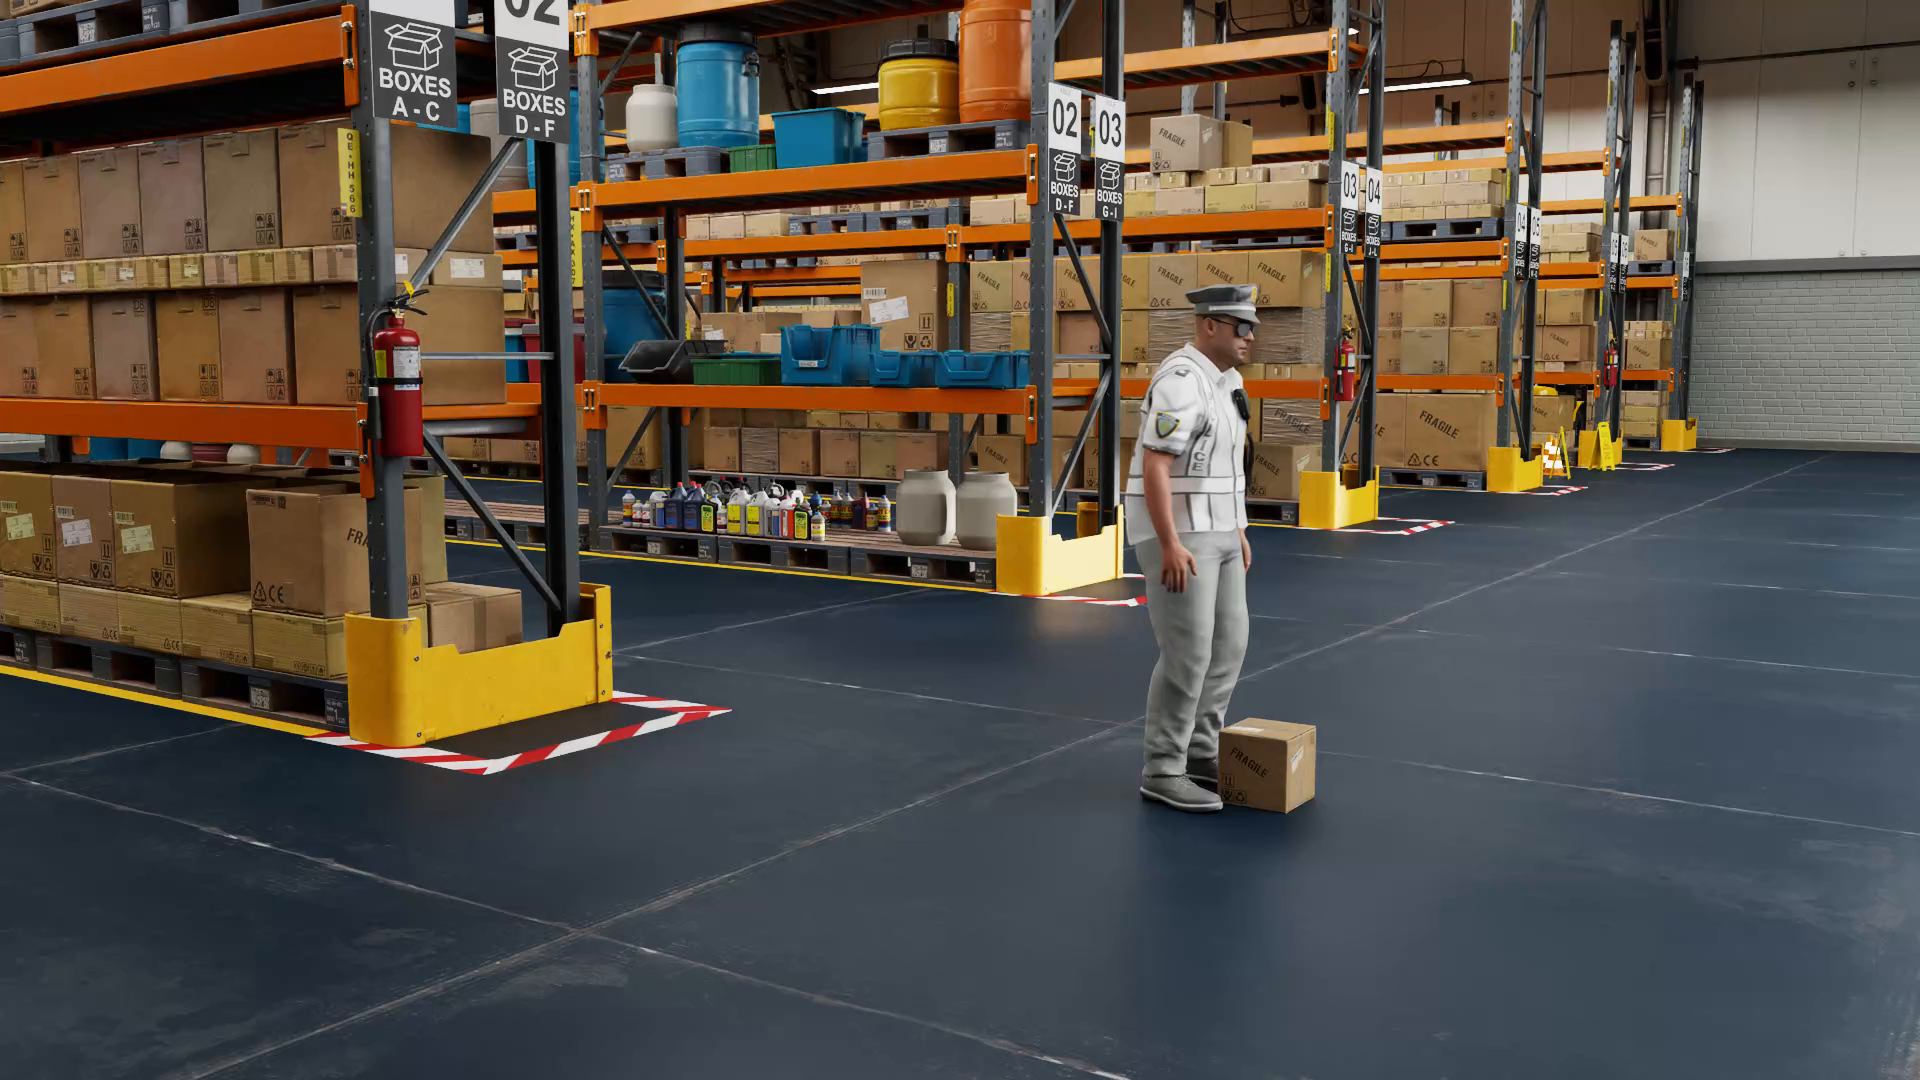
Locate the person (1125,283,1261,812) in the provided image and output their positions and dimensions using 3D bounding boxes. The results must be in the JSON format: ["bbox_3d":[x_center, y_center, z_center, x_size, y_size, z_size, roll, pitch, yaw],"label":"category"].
[{"bbox_3d":[0.810,0.002,5.719,0.439,1.748,0.586,4,8,34],"label":"person"}]
